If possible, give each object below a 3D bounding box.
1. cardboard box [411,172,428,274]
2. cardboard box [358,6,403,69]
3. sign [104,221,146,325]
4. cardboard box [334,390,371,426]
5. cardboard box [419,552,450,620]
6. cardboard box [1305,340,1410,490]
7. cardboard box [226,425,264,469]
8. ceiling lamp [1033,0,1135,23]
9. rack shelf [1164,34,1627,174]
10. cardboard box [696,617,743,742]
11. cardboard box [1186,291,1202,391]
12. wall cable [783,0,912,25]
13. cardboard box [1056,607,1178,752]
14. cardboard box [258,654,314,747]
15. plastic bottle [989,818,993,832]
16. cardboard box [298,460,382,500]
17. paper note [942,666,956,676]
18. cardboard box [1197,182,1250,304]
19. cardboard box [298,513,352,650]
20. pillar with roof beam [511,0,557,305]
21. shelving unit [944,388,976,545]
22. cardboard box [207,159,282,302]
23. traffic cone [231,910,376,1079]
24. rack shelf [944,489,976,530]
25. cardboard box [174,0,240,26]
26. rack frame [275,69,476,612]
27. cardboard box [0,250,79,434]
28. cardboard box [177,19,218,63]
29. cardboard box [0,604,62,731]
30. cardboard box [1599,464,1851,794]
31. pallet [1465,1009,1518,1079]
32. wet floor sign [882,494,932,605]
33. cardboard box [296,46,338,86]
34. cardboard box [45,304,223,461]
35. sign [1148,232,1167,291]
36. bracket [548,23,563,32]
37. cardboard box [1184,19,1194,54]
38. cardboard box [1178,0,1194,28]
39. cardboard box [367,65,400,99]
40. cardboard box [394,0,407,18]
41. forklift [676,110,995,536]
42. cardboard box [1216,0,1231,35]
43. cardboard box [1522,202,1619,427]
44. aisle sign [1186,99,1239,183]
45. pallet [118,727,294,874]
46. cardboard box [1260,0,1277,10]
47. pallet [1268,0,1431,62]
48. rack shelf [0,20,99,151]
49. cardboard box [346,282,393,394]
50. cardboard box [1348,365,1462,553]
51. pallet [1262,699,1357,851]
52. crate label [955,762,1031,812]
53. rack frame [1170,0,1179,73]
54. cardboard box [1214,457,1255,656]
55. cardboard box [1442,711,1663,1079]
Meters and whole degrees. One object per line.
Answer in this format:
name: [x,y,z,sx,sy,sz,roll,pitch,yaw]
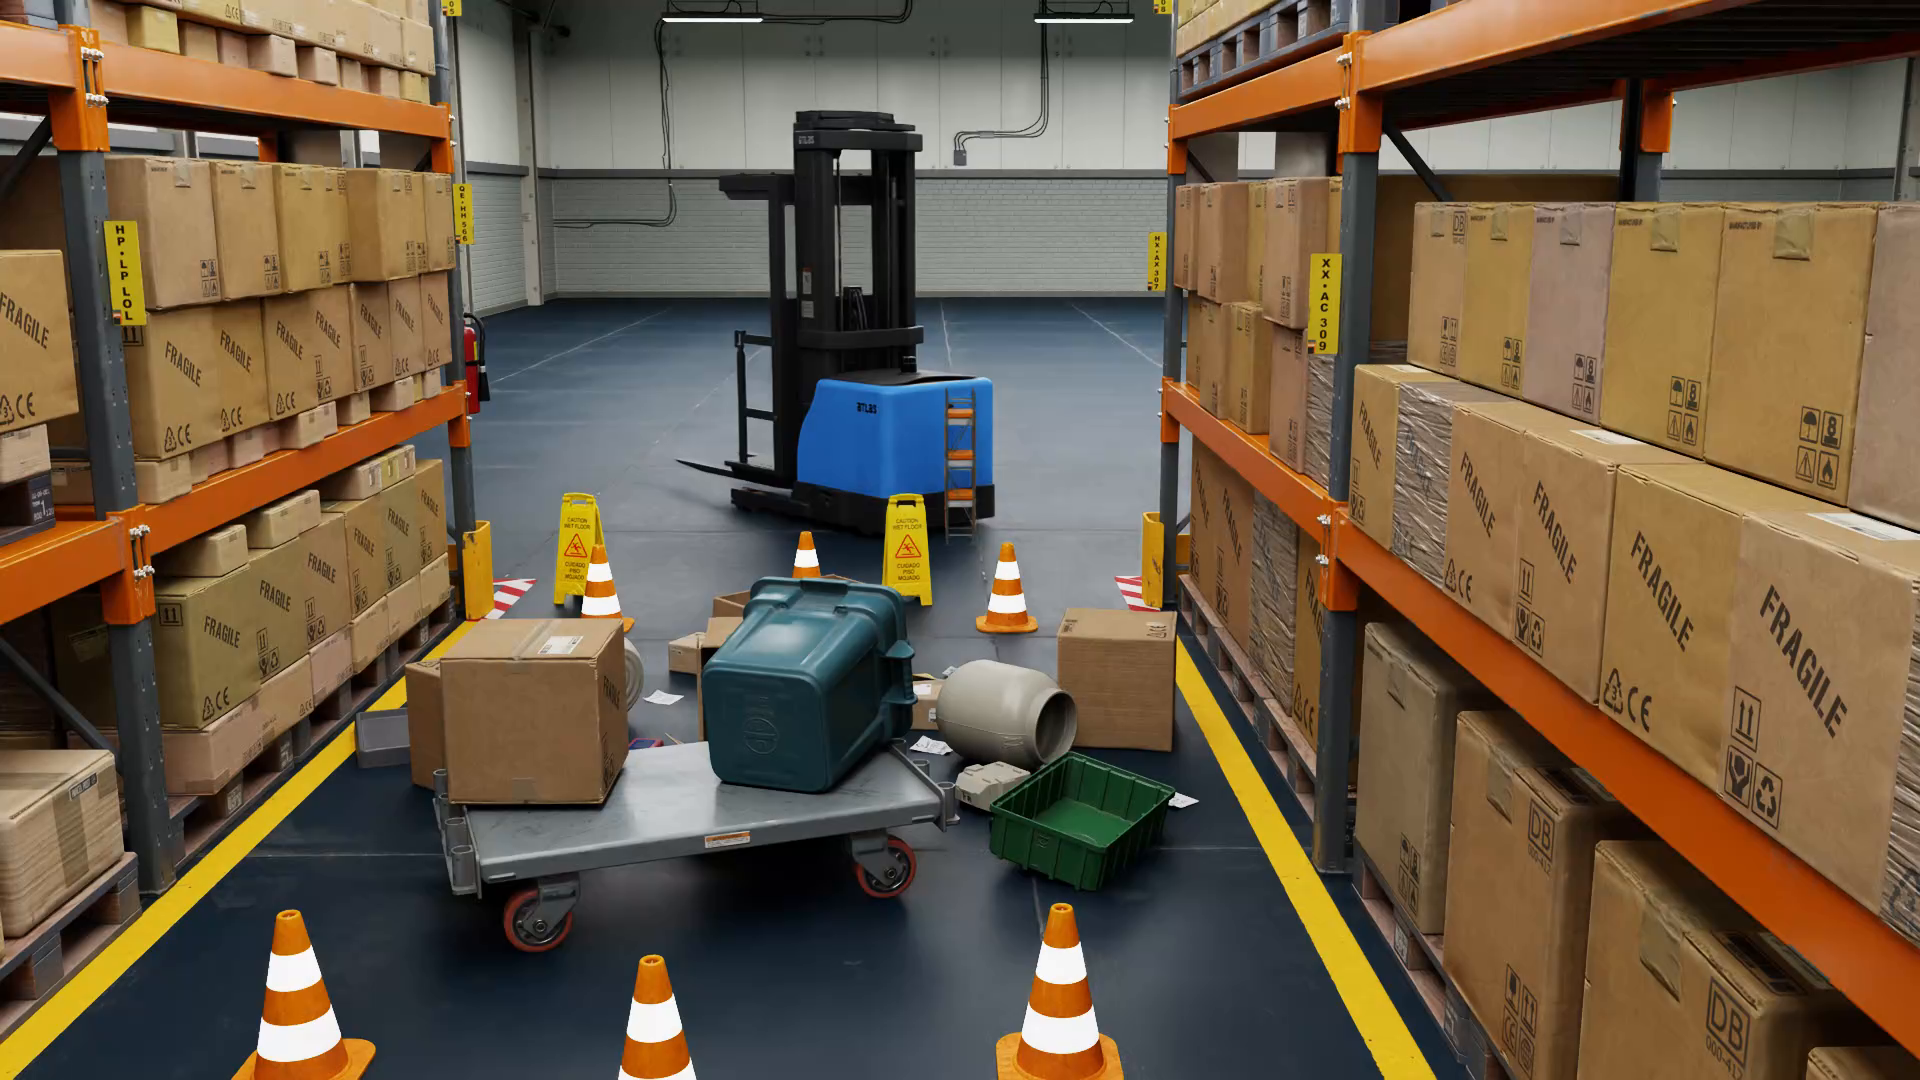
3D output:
cardboard box: [-3.048,-1.552,8.151,0.700,0.500,0.500,0,11,-1]
cardboard box: [-3.004,-2.410,7.980,0.500,0.250,0.500,0,11,-2]
sign: [-2.642,-0.844,5.262,0.100,0.325,0.005,0,11,-1]
cardboard box: [-2.961,-0.618,7.693,0.380,0.149,0.250,0,11,-2]
cardboard box: [-2.993,0.238,8.704,0.500,0.250,0.500,0,11,-1]
cardboard box: [1.731,-0.461,5.908,0.875,0.550,0.550,0,11,-1]
cardboard box: [-2.946,-0.366,6.452,0.380,0.149,0.250,0,11,1]
ceiling lamp: [2.468,-11.951,33.155,2.000,3.185,0.800,0,11,-1]
rack shelf: [1.709,-1.829,7.295,1.077,0.370,4.000,0,11,-1]
cardboard box: [-0.684,0.613,6.931,0.797,0.637,0.503,0,11,-1]
cardboard box: [1.720,-1.109,9.104,0.875,0.550,0.550,0,11,-1]
wall cable: [-2.689,-13.606,39.661,3.097,2.526,0.112,0,11,-1]
cardboard box: [0.692,0.606,7.311,0.500,0.500,0.500,2,12,9]
cardboard box: [-2.961,0.644,6.701,0.500,0.250,0.500,0,11,2]
plastic bottle: [0.236,1.077,6.094,0.133,0.061,0.283,-7,13,-30]
cardboard box: [-2.922,-0.279,7.732,0.380,0.149,0.250,0,11,1]
paper note: [0.002,0.657,8.247,0.144,0.017,0.142,4,12,18]
cardboard box: [1.616,-1.417,7.906,0.875,0.550,0.550,0,11,-1]
cardboard box: [-2.971,0.173,7.136,0.500,0.500,0.500,0,11,2]
pillar with roof beam: [-5.445,-9.827,37.363,9.100,9.000,0.548,0,11,-1]
shelving unit: [0.001,-0.504,11.402,0.215,1.050,0.252,0,11,-1]
cardboard box: [-2.978,-1.148,6.160,0.700,0.500,0.500,0,11,-1]
traffic cone: [-1.771,1.211,4.428,0.336,0.463,0.334,0,11,-1]
rack shelf: [0.001,-0.221,11.460,0.215,0.259,0.240,0,11,-1]
cardboard box: [-2.952,-2.007,5.992,0.500,0.250,0.500,0,11,-2]
rack frame: [-3.279,-1.069,9.282,1.000,3.000,0.127,0,11,-1]
cardboard box: [-2.958,-0.583,4.833,0.500,0.500,0.500,0,11,-2]
cardboard box: [-2.989,-1.834,6.144,0.380,0.149,0.250,0,11,1]
cardboard box: [-3.477,0.384,6.094,0.500,0.500,0.500,0,11,-2]
cardboard box: [1.536,0.145,3.047,0.500,0.500,0.500,0,11,-2]
pallet: [1.870,1.449,3.886,1.003,0.211,1.213,0,11,-1]
wet floor sign: [-0.313,0.047,9.704,0.267,0.644,0.232,-2,12,-11]
cardboard box: [-2.916,-2.041,7.161,0.380,0.149,0.250,0,11,-2]
cardboard box: [-2.927,-0.557,5.760,0.500,0.500,0.500,0,11,-1]
sign: [1.112,-1.571,9.382,0.100,0.325,0.005,0,11,-1]
bracket: [-9.439,-12.011,39.075,0.076,0.066,3.189,0,11,-1]
cardboard box: [1.360,-2.591,8.564,0.380,0.149,0.250,0,11,-1]
cardboard box: [1.421,-2.809,8.639,0.500,0.250,0.500,0,11,-1]
cardboard box: [-2.983,-2.243,8.161,0.380,0.149,0.250,0,11,1]
cardboard box: [-3.010,-2.689,8.351,0.380,0.149,0.250,0,11,0]
forklift: [-1.099,-1.697,12.554,1.130,2.935,3.031,-10,15,-40]
cardboard box: [1.380,-2.390,7.577,0.380,0.149,0.250,0,11,-2]
cardboard box: [1.789,-0.552,3.967,0.700,0.500,0.500,0,11,-1]
aisle sign: [1.366,-2.396,9.286,0.394,0.787,0.004,0,11,-1]
pallet: [-3.246,0.960,6.297,1.003,0.211,1.213,0,11,-1]
cardboard box: [1.402,-2.189,6.582,0.380,0.149,0.250,0,11,0]
pallet: [1.744,-1.903,6.074,1.003,0.211,1.213,0,11,-1]
rack shelf: [-3.155,-0.993,3.176,1.077,0.370,4.000,0,11,-1]
cardboard box: [-2.980,-0.958,7.735,0.500,0.500,0.500,0,11,-1]
cardboard box: [1.492,-0.257,5.031,0.500,0.500,0.500,0,11,-1]
pallet: [1.813,0.901,6.586,1.003,0.211,1.213,0,11,-1]
crate label: [0.134,0.963,6.469,0.298,0.136,0.250,-10,15,-40]
rack frame: [1.667,-4.049,8.885,1.000,3.000,0.127,0,11,-1]
cardboard box: [1.768,0.036,8.126,0.875,0.875,0.875,0,11,-2]
cardboard box: [1.869,0.898,4.192,1.050,0.750,0.750,0,11,-1]
